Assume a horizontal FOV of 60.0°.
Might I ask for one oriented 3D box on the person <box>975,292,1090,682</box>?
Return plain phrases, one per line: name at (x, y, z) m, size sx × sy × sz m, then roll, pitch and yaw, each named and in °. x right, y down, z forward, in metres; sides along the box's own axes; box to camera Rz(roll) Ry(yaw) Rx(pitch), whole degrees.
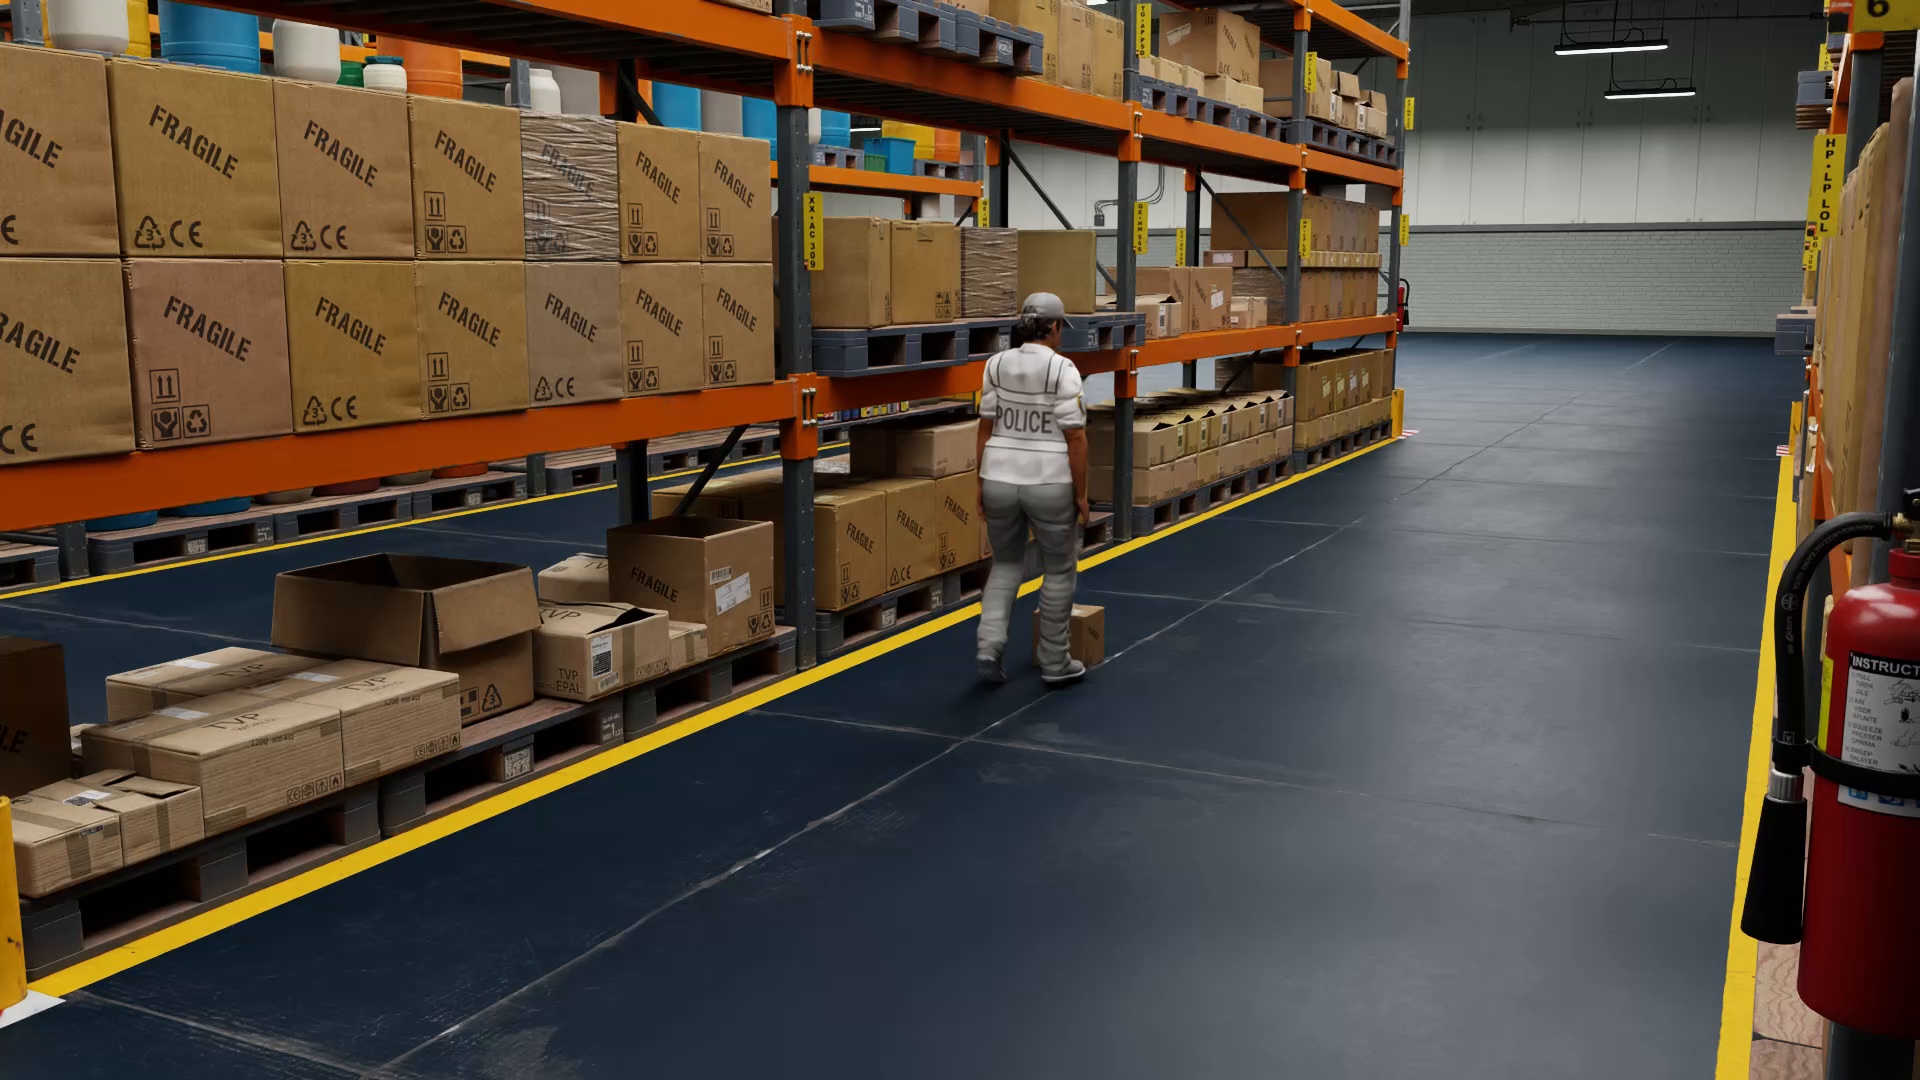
person at (0.336, -0.197, 7.051) m, size 0.508 × 1.696 × 0.486 m, roll 5°, pitch 10°, yaw 26°
